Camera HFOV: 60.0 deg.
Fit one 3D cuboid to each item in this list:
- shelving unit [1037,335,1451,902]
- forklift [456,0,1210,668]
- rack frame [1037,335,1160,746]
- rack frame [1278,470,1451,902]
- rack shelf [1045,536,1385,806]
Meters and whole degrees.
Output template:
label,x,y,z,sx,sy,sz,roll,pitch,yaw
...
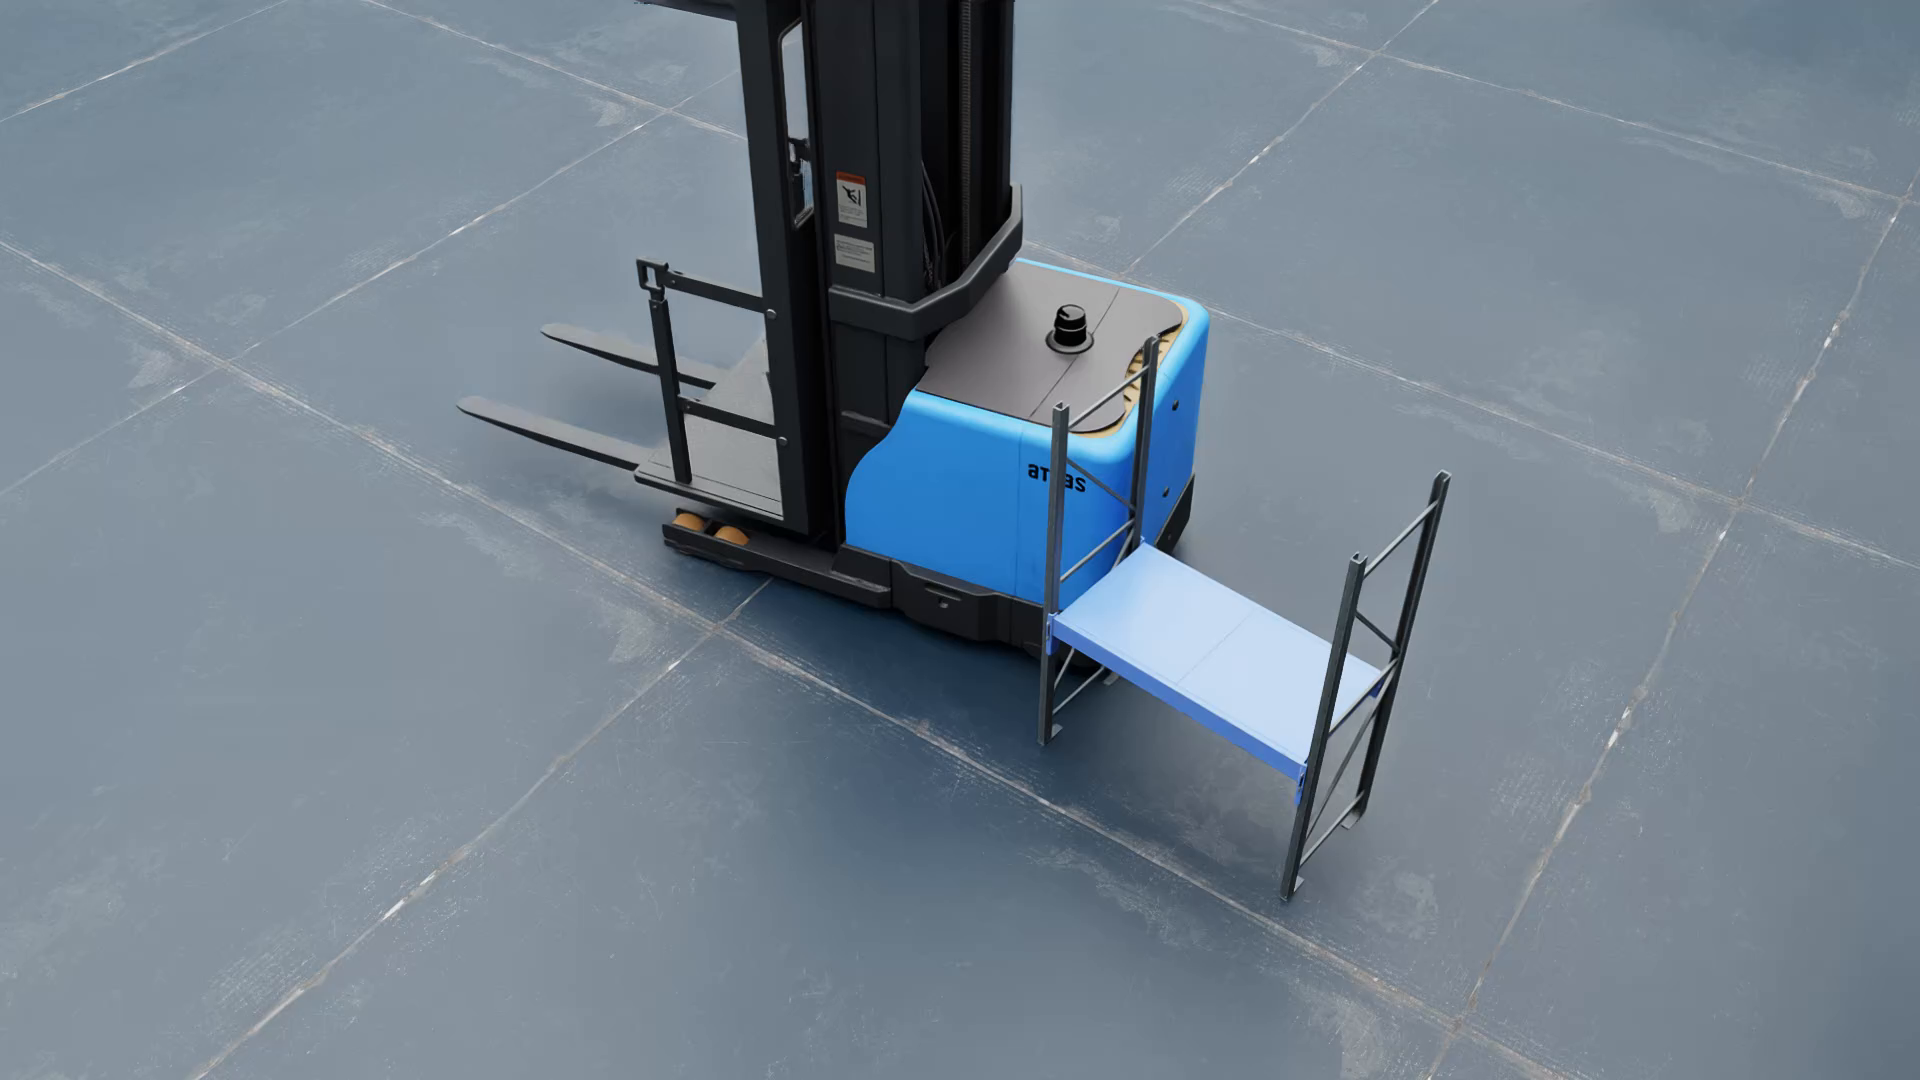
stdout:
label,x,y,z,sx,sy,sz,roll,pitch,yaw
shelving unit,0.834,0.268,5.326,1.048,1.500,0.538,30,50,29
forklift,-0.628,-1.282,5.985,3.031,2.935,1.130,17,45,18
rack frame,0.452,0.045,5.575,0.032,1.500,0.500,30,50,29
rack frame,1.217,0.491,5.076,0.032,1.500,0.500,30,50,29
rack shelf,0.834,0.402,5.446,1.000,0.185,0.538,30,50,29
